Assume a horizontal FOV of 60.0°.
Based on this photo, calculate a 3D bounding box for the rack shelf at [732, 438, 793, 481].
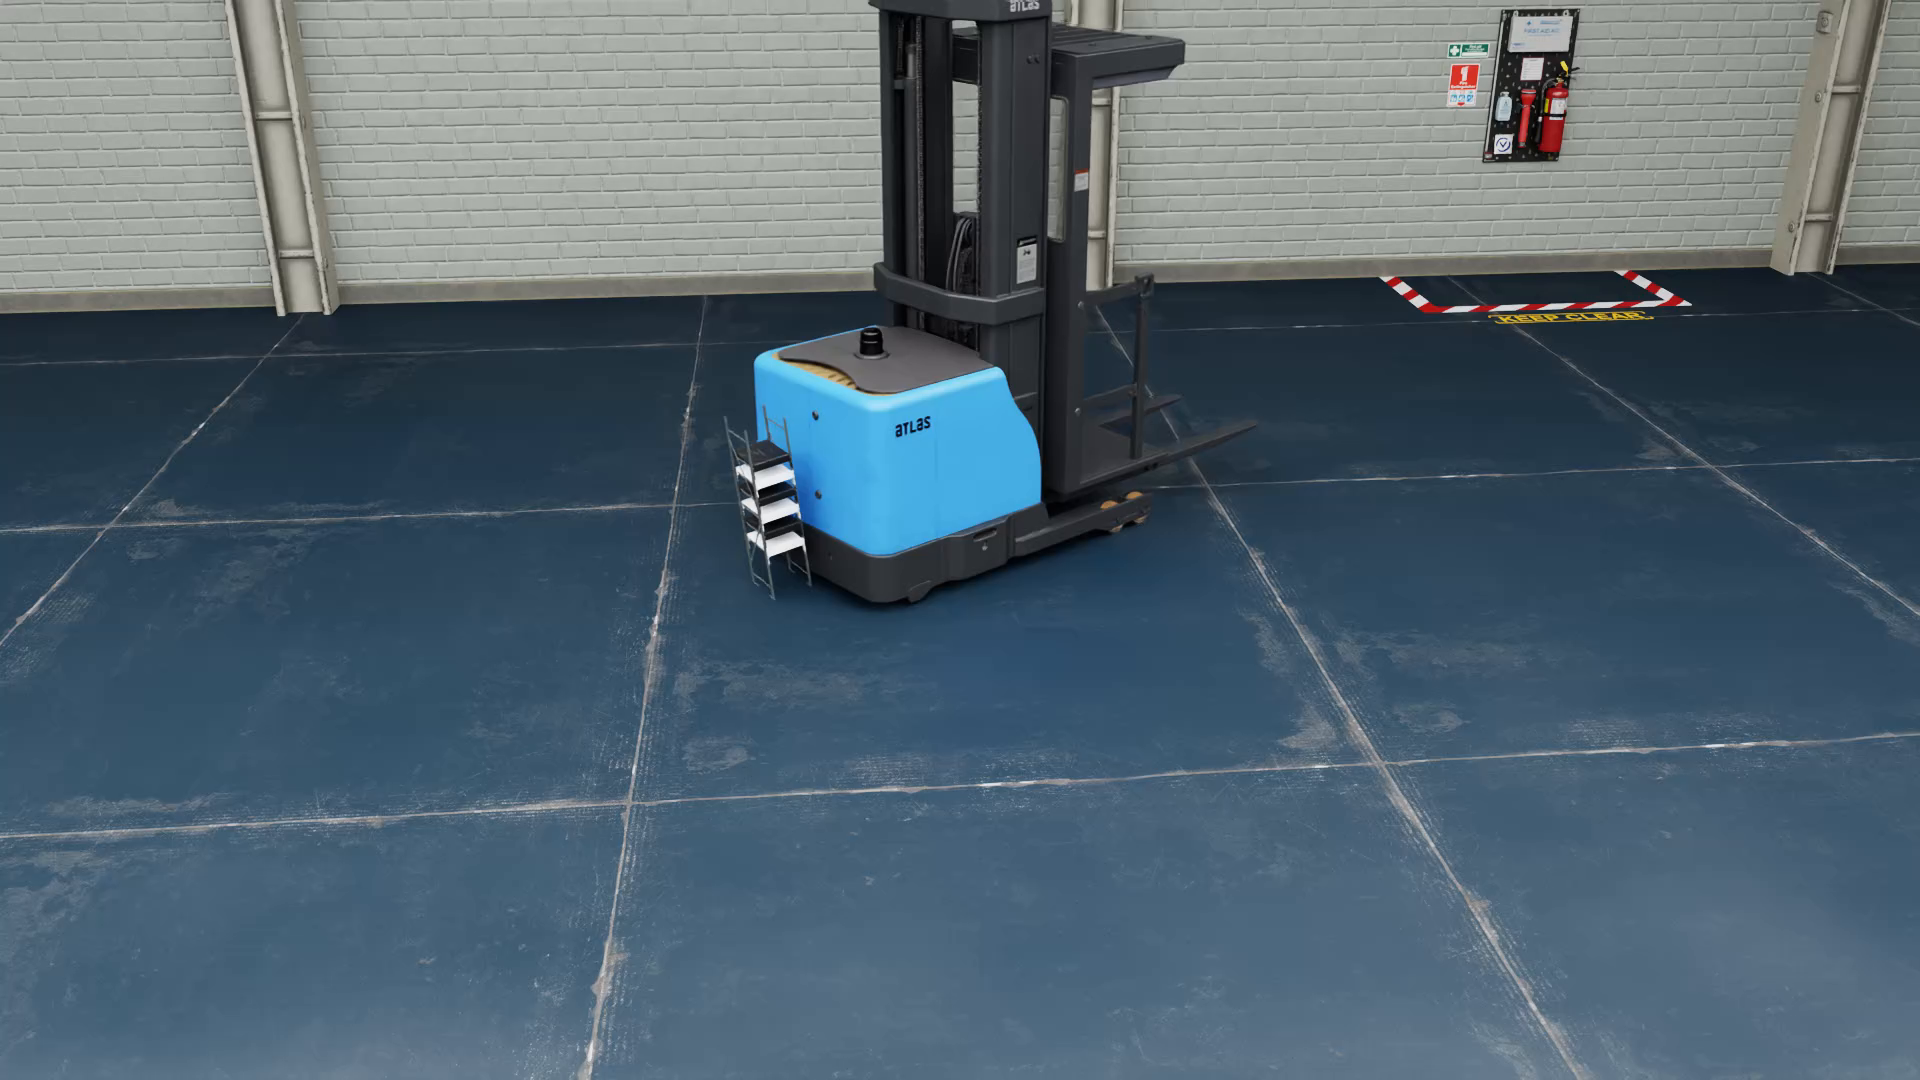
[{"bbox_3d":[-0.945,-0.386,7.909,0.200,0.077,0.258,-21,31,-26],"label":"rack shelf"}]

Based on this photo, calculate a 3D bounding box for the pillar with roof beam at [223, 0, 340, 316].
[{"bbox_3d":[-4.551,-4.134,6.972,0.400,9.000,9.100,-2,24,-5],"label":"pillar with roof beam"}]

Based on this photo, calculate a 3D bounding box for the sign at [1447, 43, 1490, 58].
[{"bbox_3d":[3.950,-3.803,12.917,0.331,0.109,0.001,-2,24,-5],"label":"sign"}]

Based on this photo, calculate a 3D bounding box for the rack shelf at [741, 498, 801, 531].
[{"bbox_3d":[-0.919,-0.147,8.033,0.200,0.077,0.258,-21,31,-26],"label":"rack shelf"}]

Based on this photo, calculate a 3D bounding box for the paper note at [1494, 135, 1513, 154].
[{"bbox_3d":[4.322,-3.147,13.221,0.142,0.148,0.016,-2,24,-5],"label":"paper note"}]

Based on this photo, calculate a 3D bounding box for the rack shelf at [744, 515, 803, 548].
[{"bbox_3d":[-0.911,-0.068,8.074,0.200,0.077,0.258,-21,31,-26],"label":"rack shelf"}]

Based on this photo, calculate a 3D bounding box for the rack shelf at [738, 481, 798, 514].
[{"bbox_3d":[-0.928,-0.227,7.991,0.200,0.077,0.258,-21,31,-26],"label":"rack shelf"}]

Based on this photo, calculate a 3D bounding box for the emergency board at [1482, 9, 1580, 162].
[{"bbox_3d":[4.505,-3.528,12.995,0.643,1.169,0.194,-2,24,-5],"label":"emergency board"}]

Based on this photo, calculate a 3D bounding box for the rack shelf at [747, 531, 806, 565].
[{"bbox_3d":[-0.902,0.012,8.115,0.200,0.077,0.258,-21,31,-26],"label":"rack shelf"}]

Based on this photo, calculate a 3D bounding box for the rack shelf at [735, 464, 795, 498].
[{"bbox_3d":[-0.936,-0.307,7.950,0.200,0.077,0.258,-21,31,-26],"label":"rack shelf"}]

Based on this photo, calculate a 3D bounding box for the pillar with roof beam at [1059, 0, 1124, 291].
[{"bbox_3d":[1.420,-4.374,7.510,0.400,9.000,9.100,-2,24,-5],"label":"pillar with roof beam"}]

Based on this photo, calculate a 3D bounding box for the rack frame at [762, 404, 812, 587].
[{"bbox_3d":[-0.837,-0.209,8.062,0.006,0.900,0.240,-21,31,-26],"label":"rack frame"}]

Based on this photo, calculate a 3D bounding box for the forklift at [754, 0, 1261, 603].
[{"bbox_3d":[0.410,-1.523,8.567,3.031,2.935,1.130,-20,31,-37],"label":"forklift"}]

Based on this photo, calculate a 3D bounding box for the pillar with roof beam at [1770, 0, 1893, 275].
[{"bbox_3d":[7.391,-4.613,8.049,0.400,9.000,9.100,-2,24,-5],"label":"pillar with roof beam"}]

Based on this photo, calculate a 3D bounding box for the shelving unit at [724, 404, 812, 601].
[{"bbox_3d":[-0.922,-0.177,8.017,0.210,0.900,0.258,-21,31,-26],"label":"shelving unit"}]

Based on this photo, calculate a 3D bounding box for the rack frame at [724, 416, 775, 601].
[{"bbox_3d":[-1.008,-0.145,7.973,0.006,0.900,0.240,-21,31,-26],"label":"rack frame"}]

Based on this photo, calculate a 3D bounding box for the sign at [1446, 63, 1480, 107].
[{"bbox_3d":[3.945,-3.564,13.032,0.234,0.329,0.001,-2,24,-5],"label":"sign"}]
